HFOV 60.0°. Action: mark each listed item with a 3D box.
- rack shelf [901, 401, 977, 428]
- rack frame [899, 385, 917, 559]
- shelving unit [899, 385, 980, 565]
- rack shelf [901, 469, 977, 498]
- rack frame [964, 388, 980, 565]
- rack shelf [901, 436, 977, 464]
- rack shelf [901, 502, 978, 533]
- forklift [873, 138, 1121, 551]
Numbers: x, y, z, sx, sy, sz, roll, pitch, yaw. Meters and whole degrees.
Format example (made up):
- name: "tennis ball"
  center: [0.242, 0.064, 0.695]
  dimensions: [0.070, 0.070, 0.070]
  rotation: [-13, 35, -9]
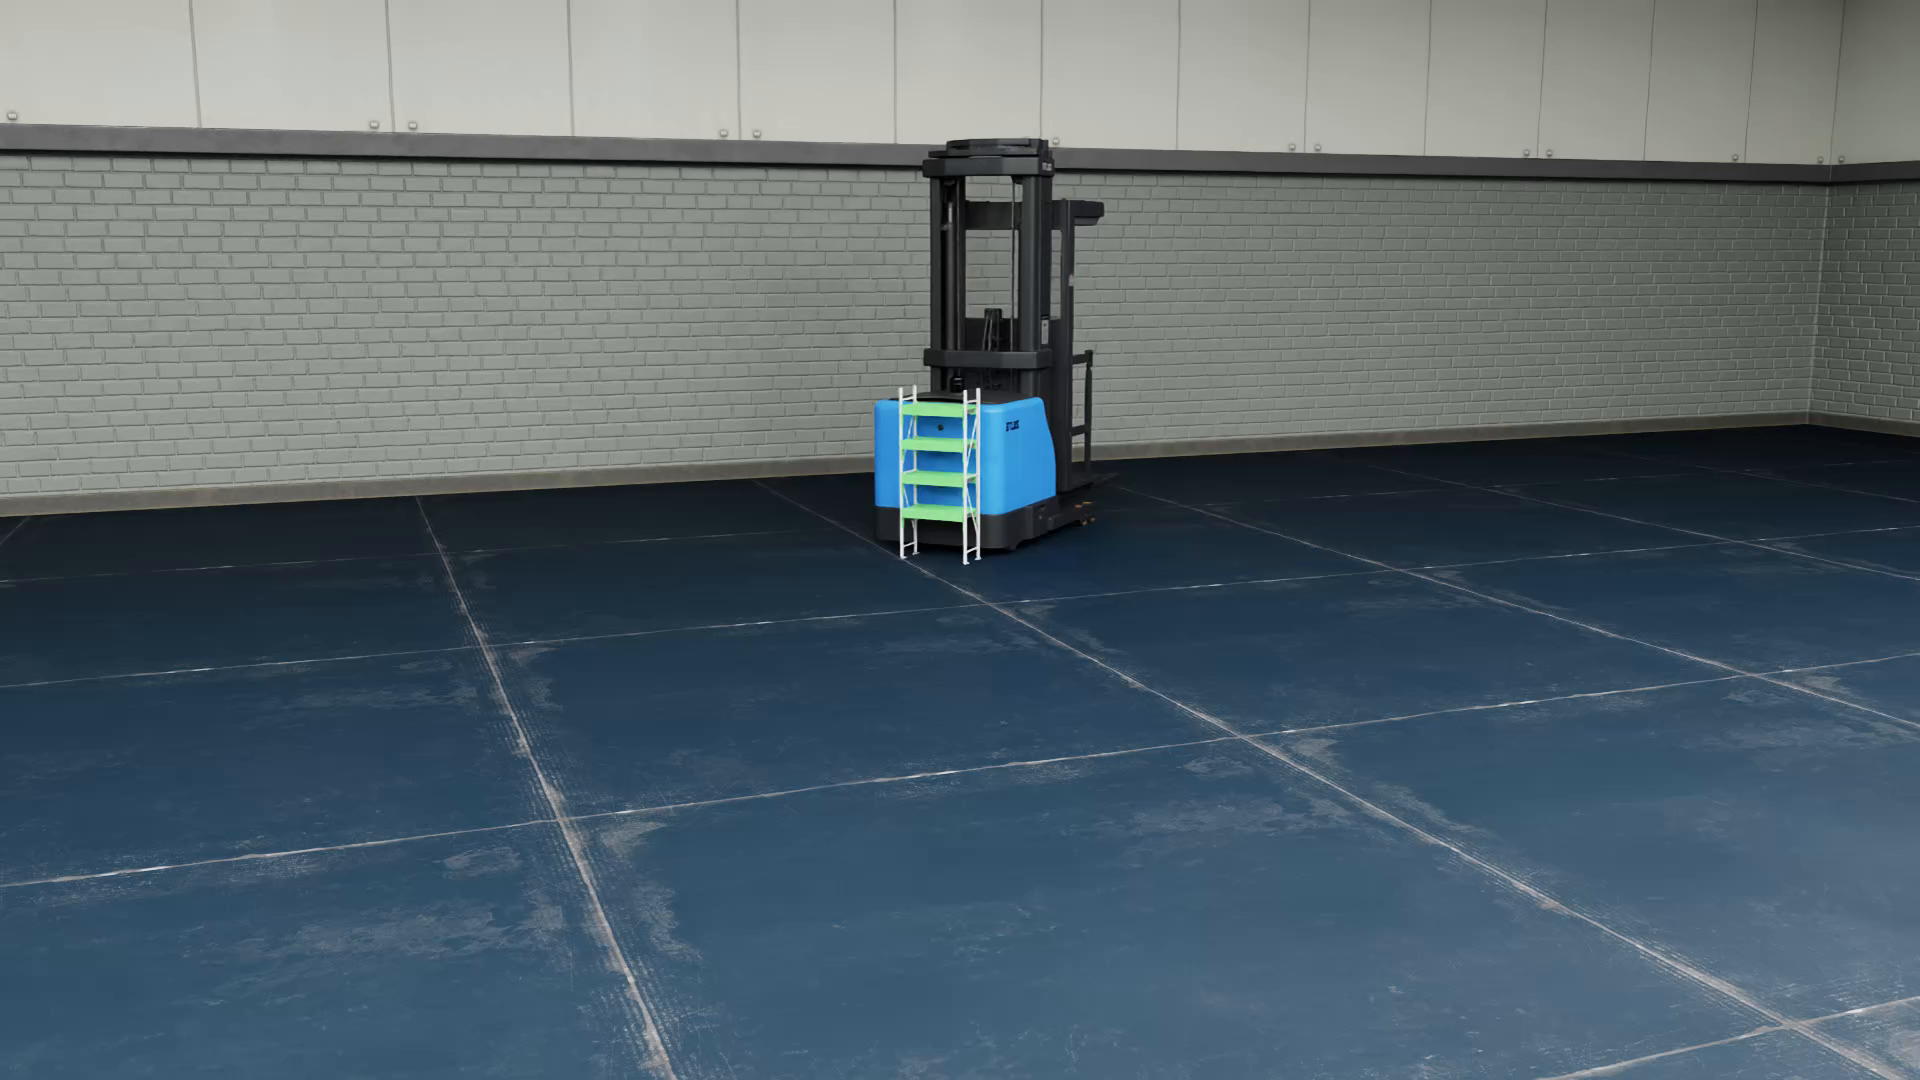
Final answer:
- name: "rack shelf"
  center: [-0.141, -0.868, 11.497]
  dimensions: [0.480, 0.148, 0.258]
  rotation: [5, 11, 24]
- name: "rack frame"
  center: [-0.363, -0.476, 11.669]
  dimensions: [0.015, 1.200, 0.240]
  rotation: [5, 11, 24]
- name: "shelving unit"
  center: [-0.141, -0.458, 11.569]
  dimensions: [0.503, 1.200, 0.258]
  rotation: [5, 11, 24]
- name: "rack shelf"
  center: [-0.141, -0.395, 11.581]
  dimensions: [0.480, 0.148, 0.258]
  rotation: [5, 11, 24]
- name: "rack frame"
  center: [0.081, -0.440, 11.470]
  dimensions: [0.015, 1.200, 0.240]
  rotation: [5, 11, 24]
- name: "rack shelf"
  center: [-0.141, -0.632, 11.539]
  dimensions: [0.480, 0.148, 0.258]
  rotation: [5, 11, 24]
- name: "rack shelf"
  center: [-0.141, -0.159, 11.623]
  dimensions: [0.480, 0.148, 0.258]
  rotation: [5, 11, 24]
- name: "forklift"
  center: [0.450, -1.583, 12.949]
  dimensions: [1.130, 2.935, 3.031]
  rotation: [5, 11, 25]
